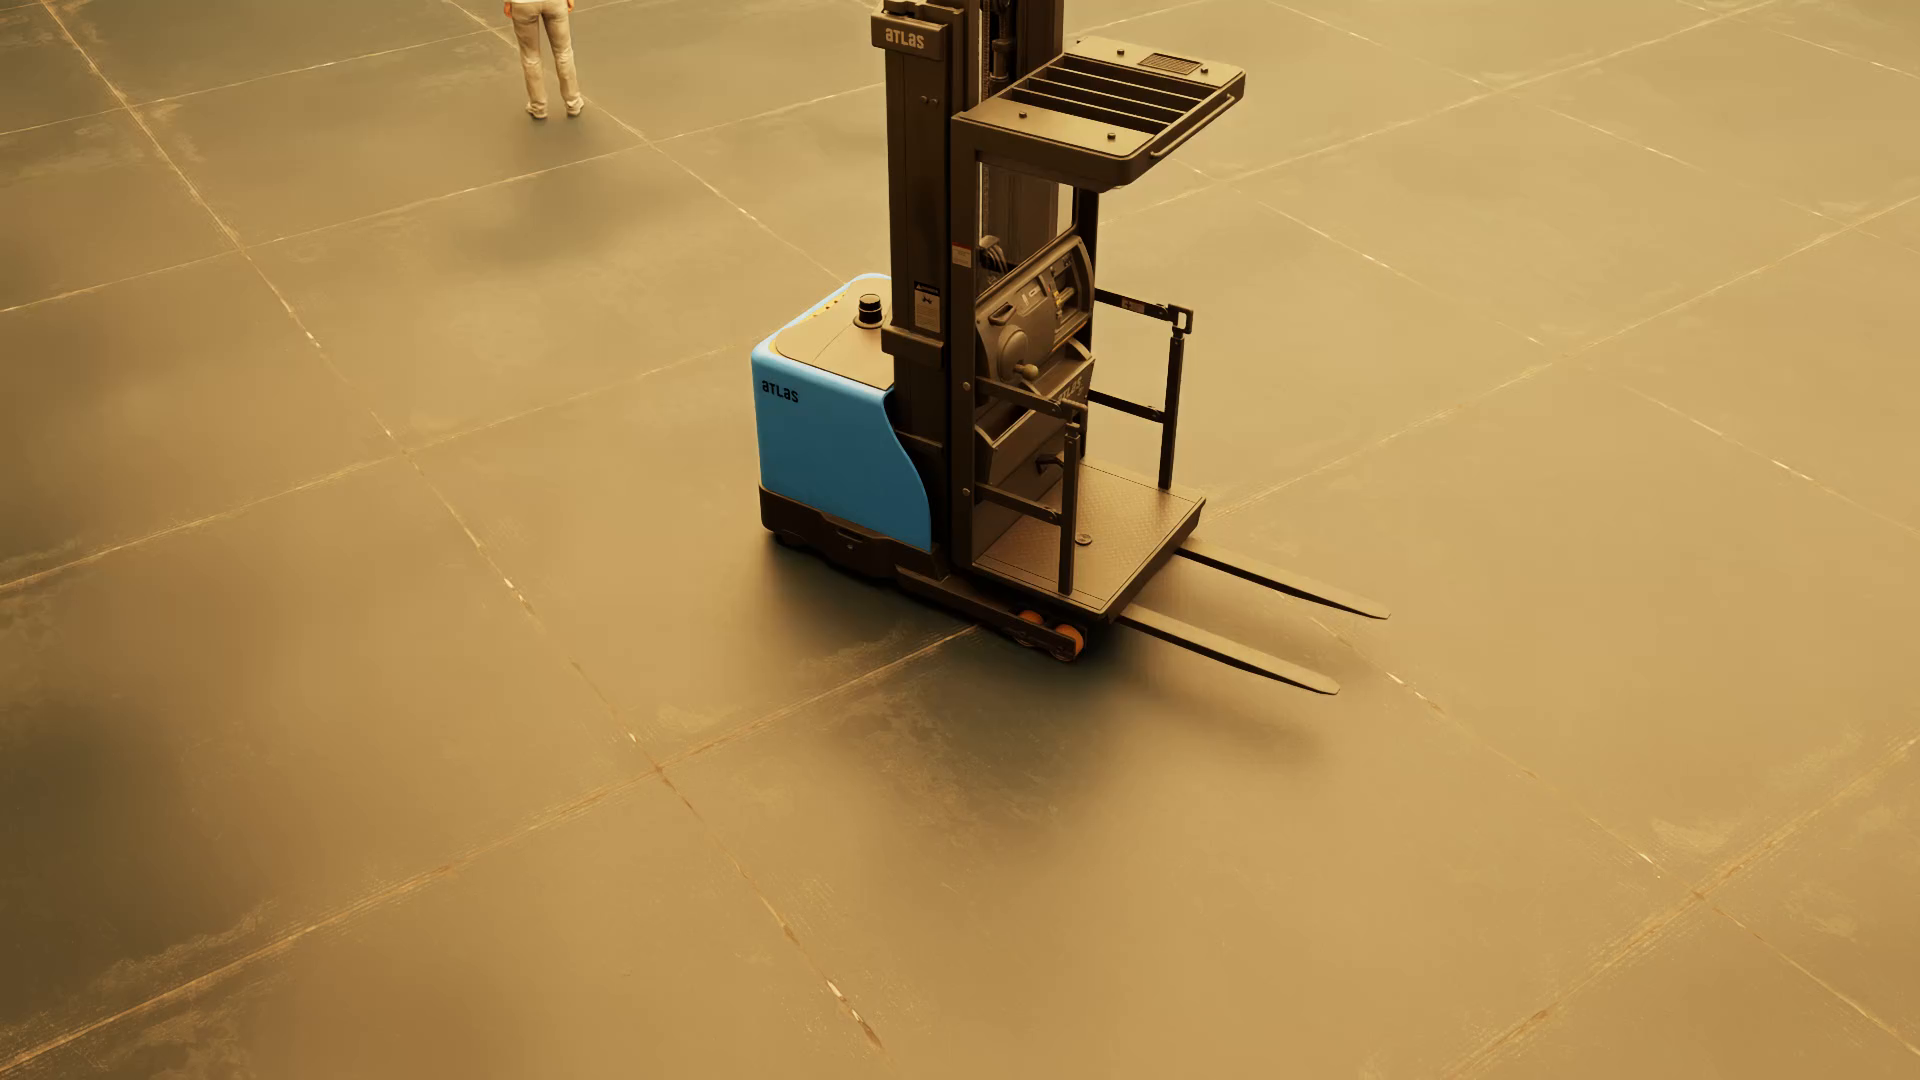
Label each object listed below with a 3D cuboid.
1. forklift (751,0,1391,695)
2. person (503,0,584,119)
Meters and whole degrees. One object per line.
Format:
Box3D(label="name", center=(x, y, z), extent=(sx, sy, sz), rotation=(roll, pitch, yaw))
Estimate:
Box3D(label="forklift", center=(0.514, -0.985, 7.276), extent=(3.031, 2.935, 1.130), rotation=(21, 41, 26))
Box3D(label="person", center=(-3.147, -4.034, 12.375), extent=(0.533, 1.776, 0.358), rotation=(-11, 38, -15))
